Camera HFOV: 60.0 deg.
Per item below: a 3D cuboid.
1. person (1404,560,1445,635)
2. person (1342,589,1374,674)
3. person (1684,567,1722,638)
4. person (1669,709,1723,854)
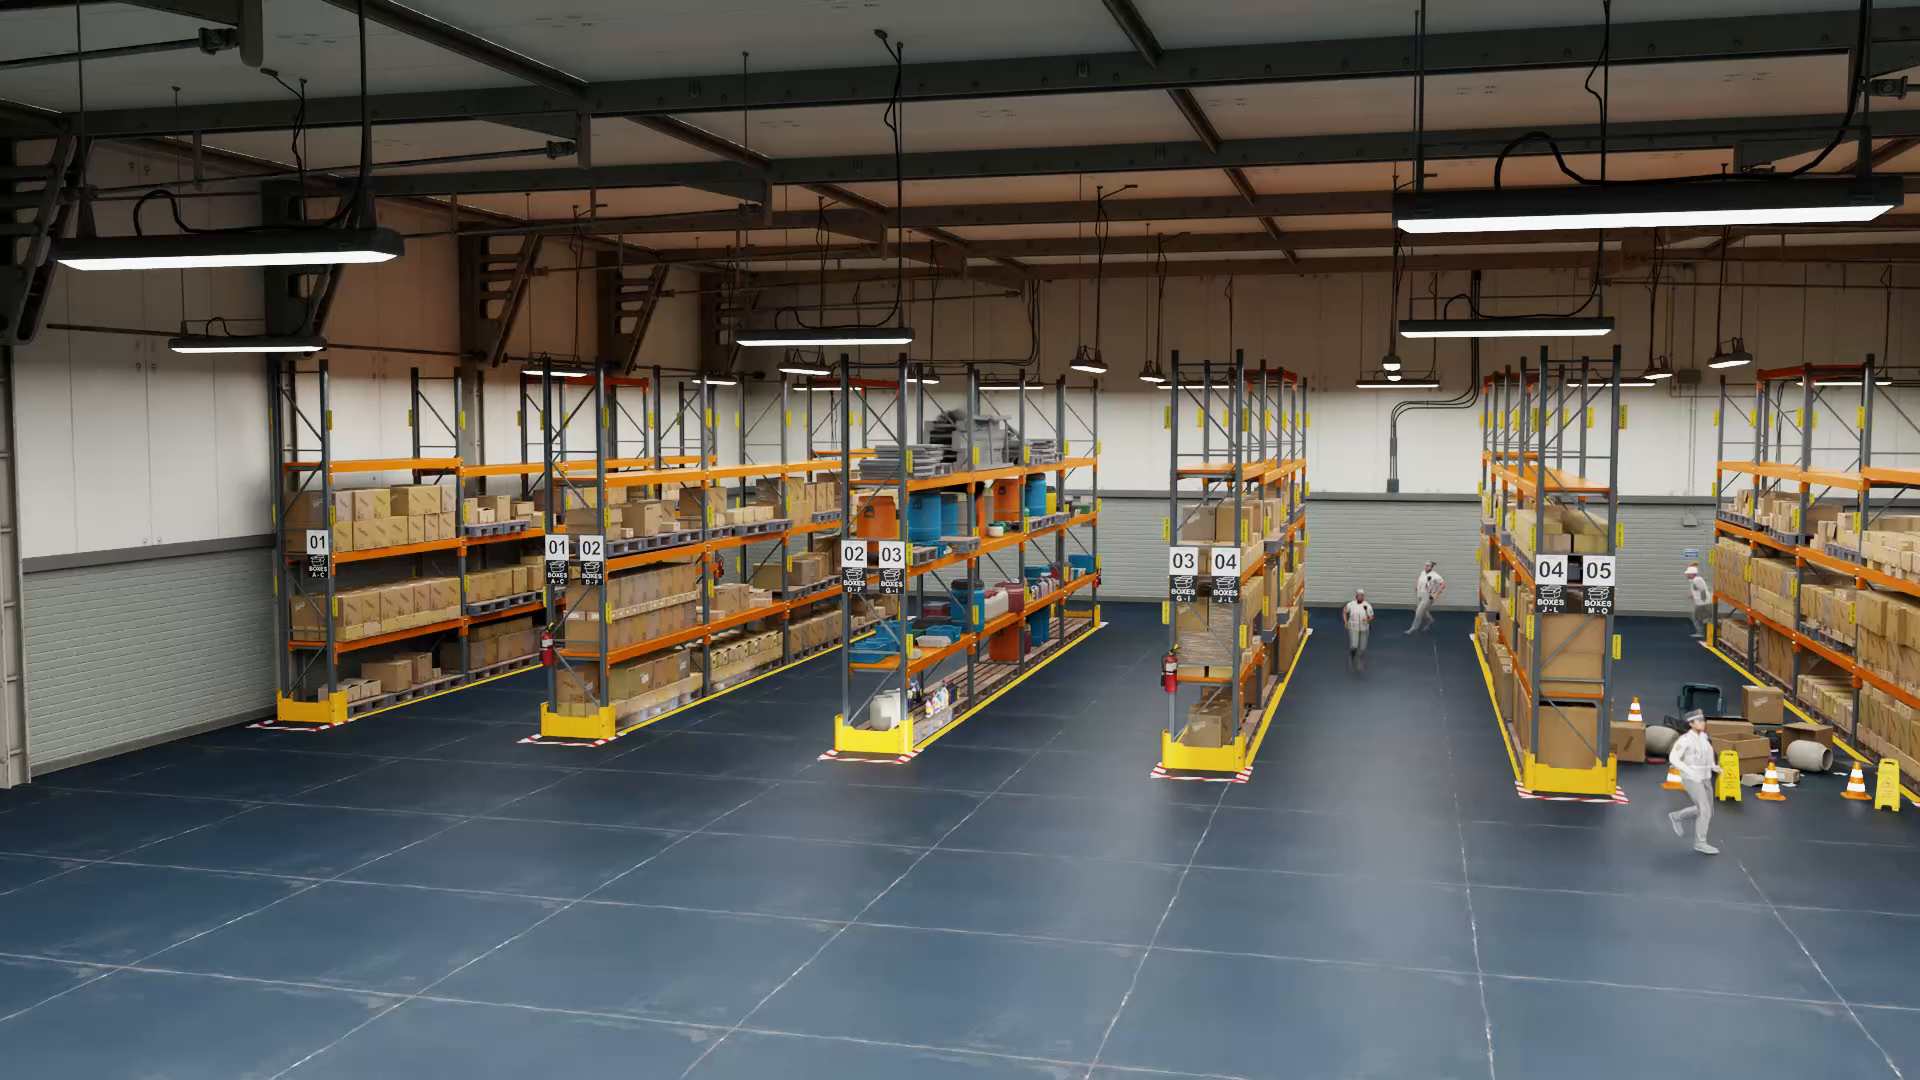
[{"bbox_3d":[10.874,1.326,38.833,0.971,1.752,0.740,-2,4,-23],"label":"person"},{"bbox_3d":[7.897,1.812,32.938,0.577,1.679,0.672,0,4,5],"label":"person"},{"bbox_3d":[17.067,1.447,38.097,0.916,1.665,0.658,2,5,25],"label":"person"},{"bbox_3d":[8.548,2.779,19.400,0.620,1.653,0.698,-2,5,-31],"label":"person"}]
